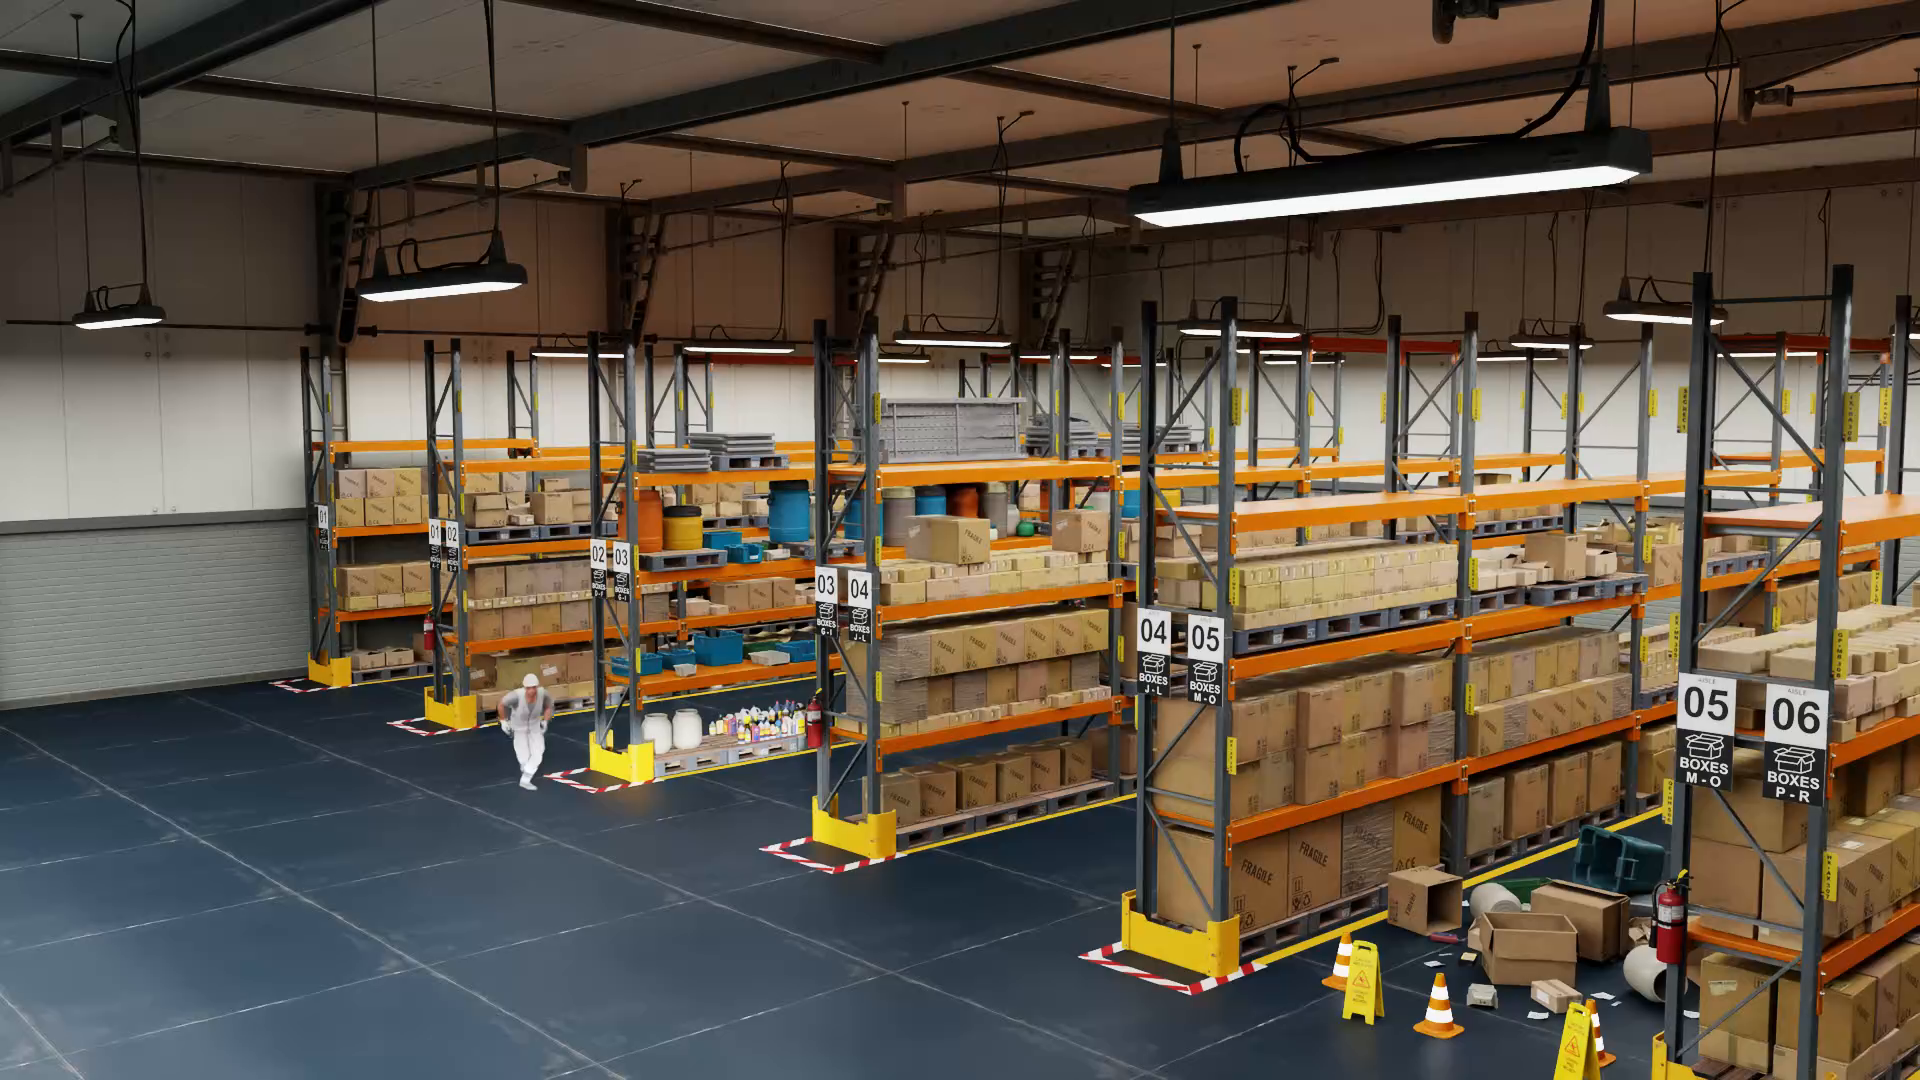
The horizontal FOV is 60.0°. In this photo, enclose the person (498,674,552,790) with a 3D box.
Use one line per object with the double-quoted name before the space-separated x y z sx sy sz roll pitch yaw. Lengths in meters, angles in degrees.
"person" -5.668 2.485 21.662 0.677 1.580 0.959 -3 6 -26
